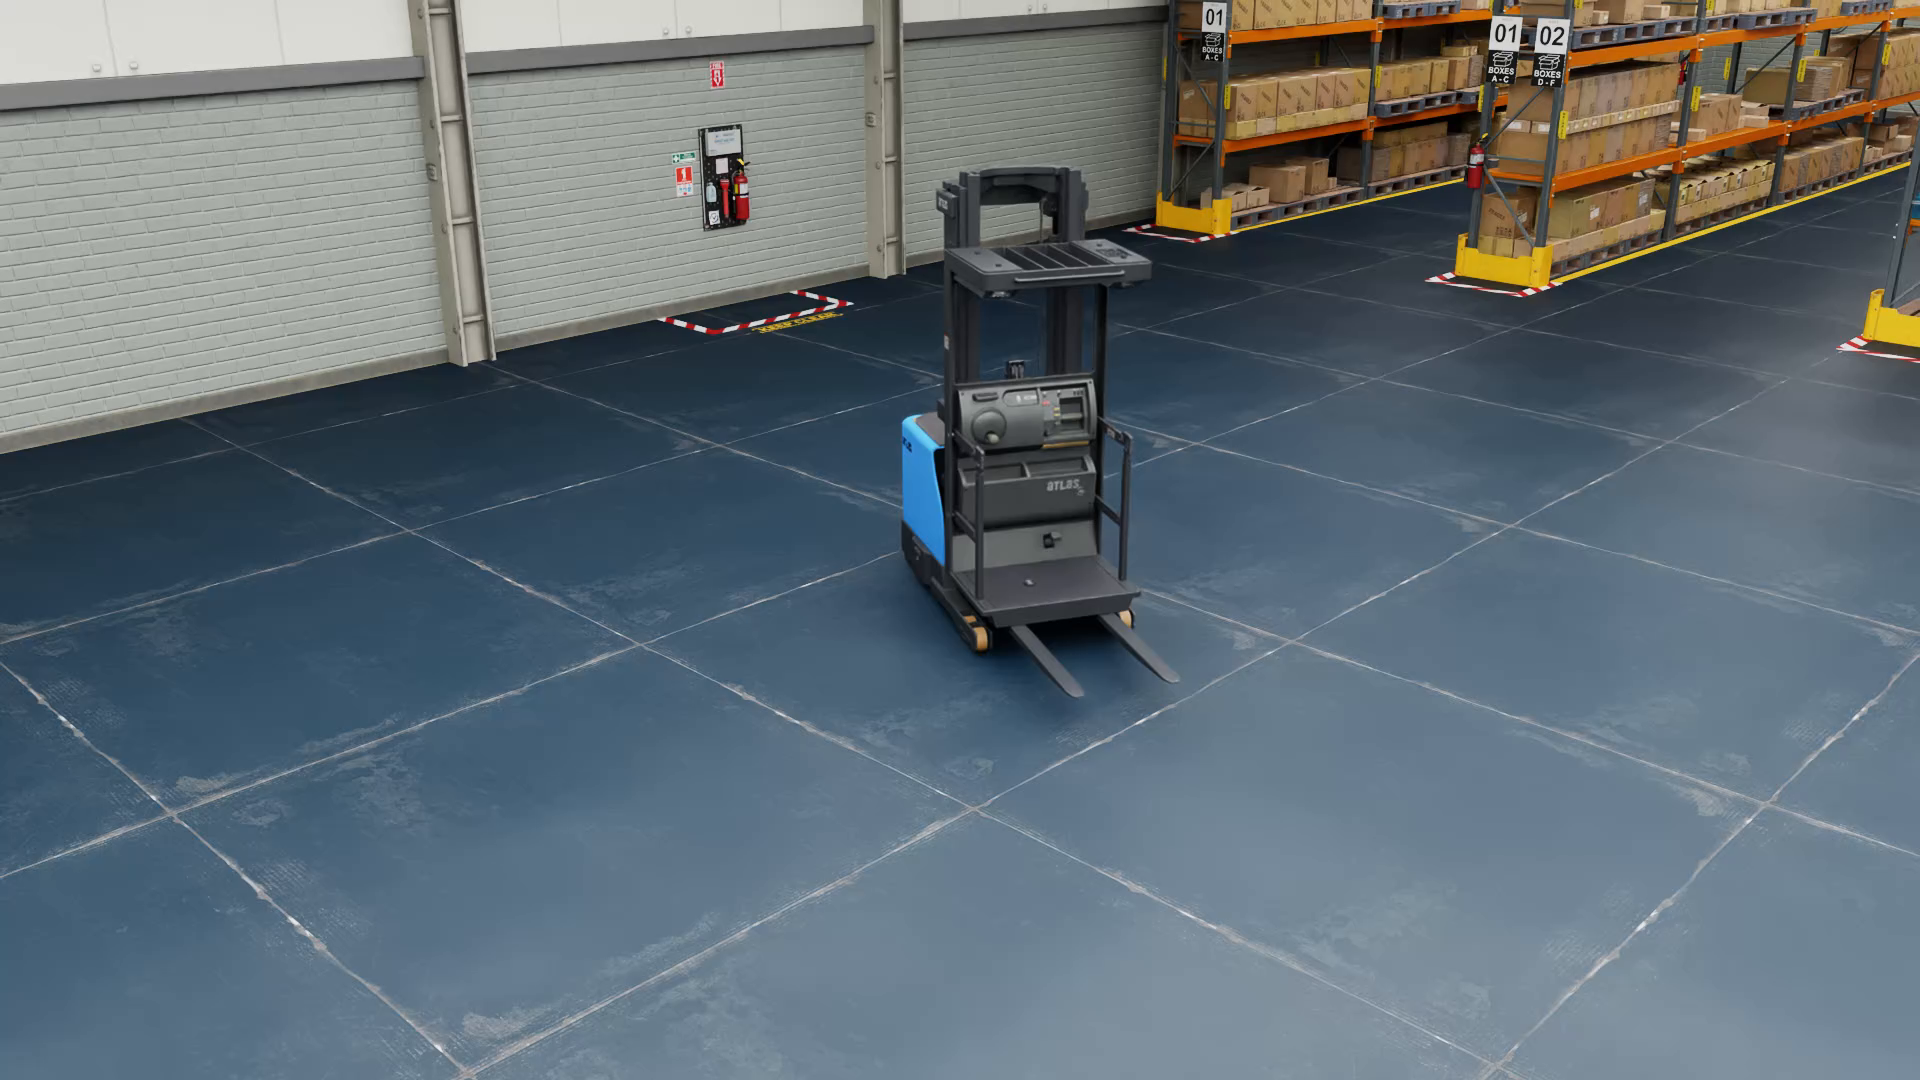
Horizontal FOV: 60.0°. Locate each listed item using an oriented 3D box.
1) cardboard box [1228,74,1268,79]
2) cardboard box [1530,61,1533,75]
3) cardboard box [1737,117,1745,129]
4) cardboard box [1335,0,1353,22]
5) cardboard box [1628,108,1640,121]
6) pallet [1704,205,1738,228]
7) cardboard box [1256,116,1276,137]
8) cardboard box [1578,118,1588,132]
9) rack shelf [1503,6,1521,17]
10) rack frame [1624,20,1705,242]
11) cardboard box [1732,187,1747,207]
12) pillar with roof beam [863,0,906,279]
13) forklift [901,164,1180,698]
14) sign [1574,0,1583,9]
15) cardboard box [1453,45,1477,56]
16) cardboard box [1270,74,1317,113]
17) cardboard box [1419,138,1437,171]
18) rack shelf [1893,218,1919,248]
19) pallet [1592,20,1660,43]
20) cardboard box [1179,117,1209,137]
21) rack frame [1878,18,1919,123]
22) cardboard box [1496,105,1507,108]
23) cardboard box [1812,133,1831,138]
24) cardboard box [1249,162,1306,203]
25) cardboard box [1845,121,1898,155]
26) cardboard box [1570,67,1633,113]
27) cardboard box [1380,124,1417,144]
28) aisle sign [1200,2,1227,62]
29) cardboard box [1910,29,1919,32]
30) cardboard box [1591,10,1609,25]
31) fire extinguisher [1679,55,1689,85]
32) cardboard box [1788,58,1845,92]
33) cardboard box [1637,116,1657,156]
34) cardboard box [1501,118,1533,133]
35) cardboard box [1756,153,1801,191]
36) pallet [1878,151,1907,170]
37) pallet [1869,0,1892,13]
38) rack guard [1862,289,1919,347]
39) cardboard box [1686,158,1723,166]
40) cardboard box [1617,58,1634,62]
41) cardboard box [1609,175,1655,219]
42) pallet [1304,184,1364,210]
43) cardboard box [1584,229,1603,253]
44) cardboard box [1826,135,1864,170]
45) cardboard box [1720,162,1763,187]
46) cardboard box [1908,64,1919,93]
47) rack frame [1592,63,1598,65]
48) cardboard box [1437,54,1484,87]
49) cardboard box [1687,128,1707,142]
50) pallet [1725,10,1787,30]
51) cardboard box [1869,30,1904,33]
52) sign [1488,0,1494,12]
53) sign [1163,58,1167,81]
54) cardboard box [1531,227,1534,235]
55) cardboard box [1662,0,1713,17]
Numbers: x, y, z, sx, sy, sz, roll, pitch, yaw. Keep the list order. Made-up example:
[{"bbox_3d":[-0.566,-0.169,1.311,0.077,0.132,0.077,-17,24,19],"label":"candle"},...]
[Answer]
[{"bbox_3d":[4.267,-6.701,24.965,0.500,0.500,0.500,18,28,39],"label":"cardboard box"},{"bbox_3d":[10.197,-8.549,30.053,0.500,0.500,0.500,19,28,40],"label":"cardboard box"},{"bbox_3d":[11.658,-6.335,25.226,0.250,0.149,0.380,-18,27,-38],"label":"cardboard box"},{"bbox_3d":[5.628,-8.143,25.231,0.500,0.500,0.500,16,26,36],"label":"cardboard box"},{"bbox_3d":[8.794,-5.666,22.092,0.250,0.149,0.380,-19,28,-41],"label":"cardboard box"},{"bbox_3d":[11.055,-4.979,25.234,1.003,0.211,1.213,19,28,41],"label":"pallet"},{"bbox_3d":[4.295,-6.099,24.443,0.500,0.250,0.500,18,28,39],"label":"cardboard box"},{"bbox_3d":[7.712,-5.267,21.053,0.380,0.149,0.250,19,28,41],"label":"cardboard box"},{"bbox_3d":[10.351,-9.612,30.222,1.077,0.370,4.000,19,28,41],"label":"rack shelf"},{"bbox_3d":[9.717,-5.766,23.396,1.000,3.000,0.127,19,28,41],"label":"rack frame"},{"bbox_3d":[11.605,-5.249,25.297,0.500,0.250,0.500,-19,28,-41],"label":"cardboard box"},{"bbox_3d":[2.142,-6.554,17.083,9.100,9.000,0.400,19,28,41],"label":"pillar with roof beam"},{"bbox_3d":[0.509,-0.806,10.586,1.130,2.935,3.031,-7,22,-17],"label":"forklift"},{"bbox_3d":[7.320,-6.443,19.646,0.100,0.325,0.005,19,28,41],"label":"sign"},{"bbox_3d":[8.737,-8.492,28.830,0.380,0.149,0.250,15,26,34],"label":"cardboard box"},{"bbox_3d":[4.992,-6.705,24.975,0.500,0.500,0.500,-19,28,-40],"label":"cardboard box"},{"bbox_3d":[7.722,-6.636,28.529,0.700,0.500,0.500,19,28,40],"label":"cardboard box"},{"bbox_3d":[11.869,-3.676,18.959,1.077,0.370,4.000,19,28,41],"label":"rack shelf"},{"bbox_3d":[8.290,-6.587,21.474,1.003,0.211,1.213,19,28,41],"label":"pallet"},{"bbox_3d":[3.562,-6.085,24.406,0.500,0.250,0.500,-20,28,-41],"label":"cardboard box"},{"bbox_3d":[18.089,-8.851,31.421,1.000,3.000,0.127,19,28,41],"label":"rack frame"},{"bbox_3d":[10.179,-7.606,30.592,0.750,0.750,0.750,19,28,40],"label":"cardboard box"},{"bbox_3d":[14.786,-6.798,28.951,0.500,0.500,0.500,18,27,38],"label":"cardboard box"},{"bbox_3d":[4.868,-5.493,25.557,0.700,0.500,0.500,17,27,37],"label":"cardboard box"},{"bbox_3d":[16.605,-7.347,30.375,0.797,0.503,0.637,19,28,41],"label":"cardboard box"},{"bbox_3d":[8.362,-5.916,21.837,0.700,0.500,0.500,19,28,41],"label":"cardboard box"},{"bbox_3d":[7.332,-6.836,28.004,0.500,0.250,0.500,18,28,39],"label":"cardboard box"},{"bbox_3d":[3.540,-7.097,23.234,0.394,0.787,0.004,19,28,41],"label":"aisle sign"},{"bbox_3d":[17.623,-9.051,30.409,0.500,0.500,0.500,-19,28,-41],"label":"cardboard box"},{"bbox_3d":[7.874,-6.541,20.799,0.380,0.149,0.250,19,28,41],"label":"cardboard box"},{"bbox_3d":[14.973,-9.803,34.525,0.296,0.674,0.183,19,28,41],"label":"fire extinguisher"},{"bbox_3d":[14.373,-7.807,27.980,0.500,0.500,0.700,-15,26,-34],"label":"cardboard box"},{"bbox_3d":[9.049,-5.560,22.720,0.700,0.500,0.500,19,28,40],"label":"cardboard box"},{"bbox_3d":[7.057,-5.233,20.966,0.380,0.149,0.250,19,28,40],"label":"cardboard box"},{"bbox_3d":[13.030,-5.878,26.559,0.500,0.500,0.500,-19,28,-40],"label":"cardboard box"},{"bbox_3d":[16.629,-7.012,30.525,1.003,0.211,1.213,19,28,41],"label":"pallet"},{"bbox_3d":[14.793,-8.985,27.851,1.213,0.211,1.003,19,28,41],"label":"pallet"},{"bbox_3d":[10.493,-2.362,18.023,1.175,0.500,0.348,19,28,41],"label":"rack guard"},{"bbox_3d":[11.572,-5.770,25.872,0.500,0.311,0.500,18,28,39],"label":"cardboard box"},{"bbox_3d":[12.650,-9.523,32.752,0.980,0.700,0.700,18,28,39],"label":"cardboard box"},{"bbox_3d":[9.193,-4.729,22.900,0.500,0.500,0.500,19,28,41],"label":"cardboard box"},{"bbox_3d":[5.722,-5.522,26.647,1.003,0.211,1.213,19,28,41],"label":"pallet"},{"bbox_3d":[8.156,-3.991,22.023,0.500,0.250,0.500,19,28,41],"label":"cardboard box"},{"bbox_3d":[15.159,-6.663,28.599,0.500,0.500,0.500,19,28,40],"label":"cardboard box"},{"bbox_3d":[11.961,-5.637,25.526,0.500,0.311,0.500,19,28,40],"label":"cardboard box"},{"bbox_3d":[16.908,-8.324,29.910,0.500,0.500,0.500,19,28,40],"label":"cardboard box"},{"bbox_3d":[11.746,-9.061,31.969,1.000,3.000,0.127,19,28,41],"label":"rack frame"},{"bbox_3d":[8.635,-8.162,28.876,0.700,0.500,0.500,15,26,35],"label":"cardboard box"},{"bbox_3d":[10.482,-5.826,23.900,0.380,0.149,0.250,19,28,41],"label":"cardboard box"},{"bbox_3d":[11.320,-7.621,24.305,1.213,0.211,1.003,-19,28,-40],"label":"pallet"},{"bbox_3d":[16.878,-9.053,30.413,0.500,0.500,0.500,-20,29,-41],"label":"cardboard box"},{"bbox_3d":[6.548,-6.654,20.400,0.100,0.325,0.005,19,28,41],"label":"sign"},{"bbox_3d":[2.991,-6.809,24.054,0.100,0.325,0.005,19,28,41],"label":"sign"},{"bbox_3d":[7.430,-3.994,22.032,0.500,0.250,0.500,19,28,41],"label":"cardboard box"},{"bbox_3d":[10.154,-7.448,23.215,0.500,0.250,0.500,-17,27,-37],"label":"cardboard box"}]
